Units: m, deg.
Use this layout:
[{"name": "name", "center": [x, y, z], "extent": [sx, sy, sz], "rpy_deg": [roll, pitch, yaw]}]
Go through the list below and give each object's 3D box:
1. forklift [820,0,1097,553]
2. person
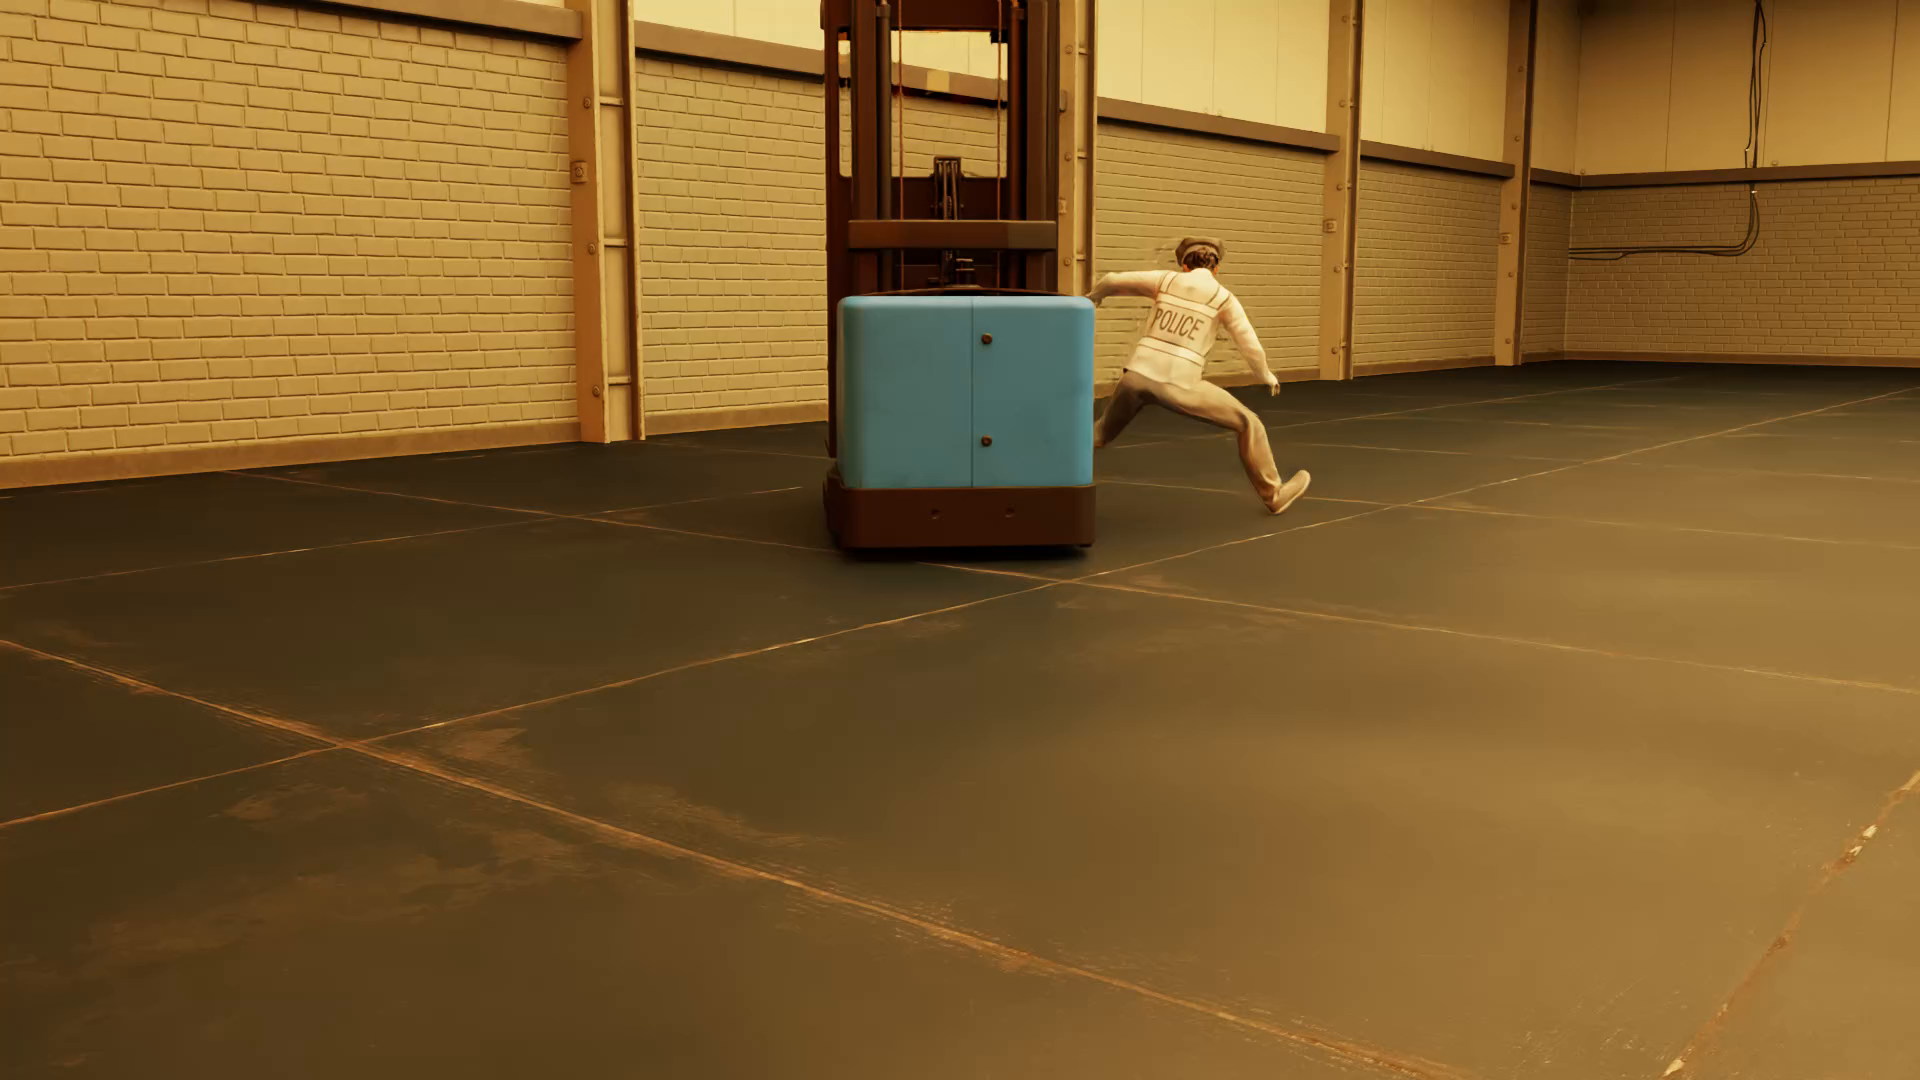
[{"name": "forklift", "center": [-0.109, -1.571, 8.019], "extent": [1.130, 2.935, 3.031], "rpy_deg": [-1, 8, -6]}, {"name": "person", "center": [1.031, -0.813, 8.260], "extent": [1.279, 1.372, 0.761], "rpy_deg": [5, 10, 32]}]
